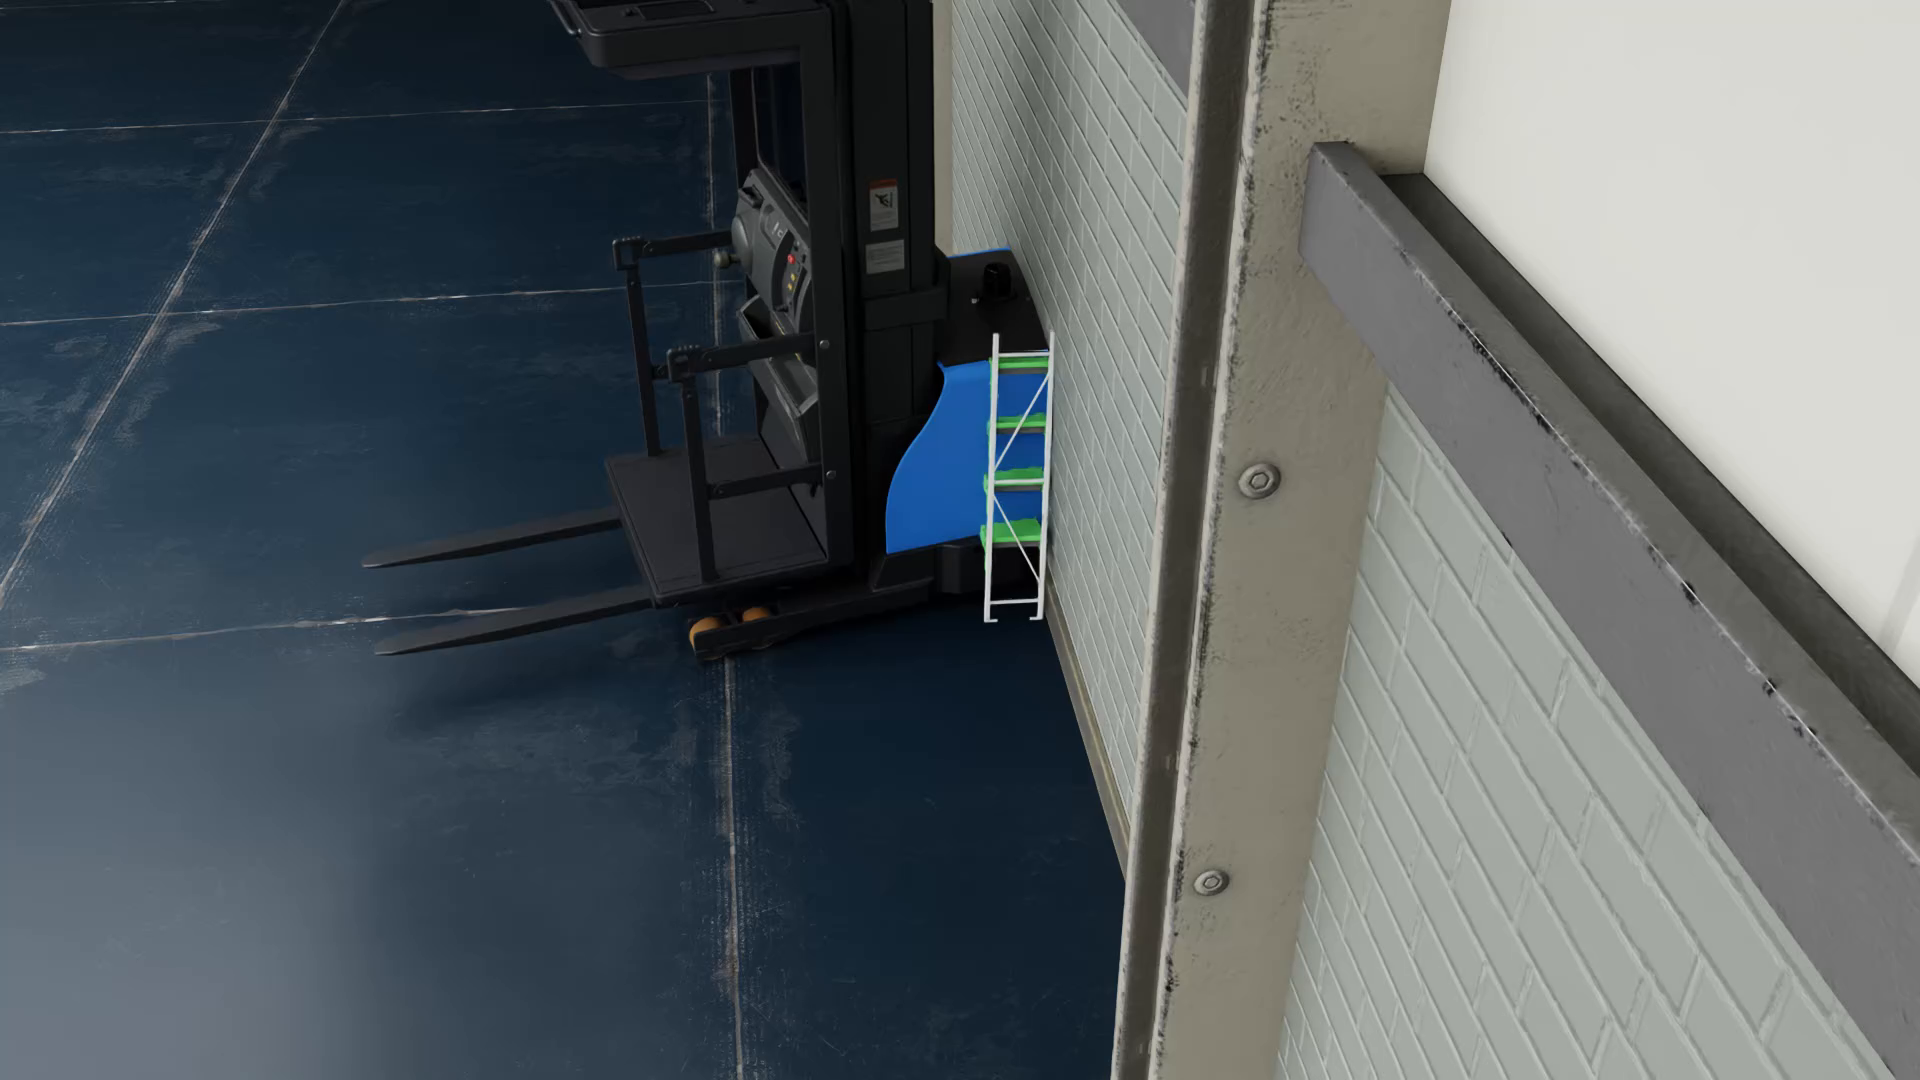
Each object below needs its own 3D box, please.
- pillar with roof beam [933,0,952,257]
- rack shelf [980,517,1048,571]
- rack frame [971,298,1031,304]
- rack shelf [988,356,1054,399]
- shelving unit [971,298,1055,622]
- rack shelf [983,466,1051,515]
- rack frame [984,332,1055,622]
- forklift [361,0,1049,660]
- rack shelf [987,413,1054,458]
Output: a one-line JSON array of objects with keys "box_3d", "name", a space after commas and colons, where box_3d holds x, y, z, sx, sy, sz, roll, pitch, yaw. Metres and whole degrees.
[{"box_3d": [-4.478, -4.938, 6.505, 9.100, 9.000, 0.400, -4, 35, -6], "name": "pillar with roof beam"}, {"box_3d": [0.184, -0.044, 6.829, 0.258, 0.148, 0.480, -2, 24, -9], "name": "rack shelf"}, {"box_3d": [0.151, -0.420, 6.929, 0.240, 1.200, 0.015, -2, 24, -9], "name": "rack frame"}, {"box_3d": [0.200, -0.705, 6.544, 0.258, 0.148, 0.480, -2, 24, -9], "name": "rack shelf"}, {"box_3d": [0.191, -0.323, 6.708, 0.258, 1.200, 0.503, -2, 24, -9], "name": "shelving unit"}, {"box_3d": [0.189, -0.265, 6.734, 0.258, 0.148, 0.480, -2, 24, -9], "name": "rack shelf"}, {"box_3d": [0.230, -0.227, 6.488, 0.240, 1.200, 0.015, -2, 24, -9], "name": "rack frame"}, {"box_3d": [-0.894, -1.076, 6.226, 3.031, 2.935, 1.130, -12, 36, -17], "name": "forklift"}, {"box_3d": [0.195, -0.485, 6.639, 0.258, 0.148, 0.480, -2, 24, -9], "name": "rack shelf"}]
